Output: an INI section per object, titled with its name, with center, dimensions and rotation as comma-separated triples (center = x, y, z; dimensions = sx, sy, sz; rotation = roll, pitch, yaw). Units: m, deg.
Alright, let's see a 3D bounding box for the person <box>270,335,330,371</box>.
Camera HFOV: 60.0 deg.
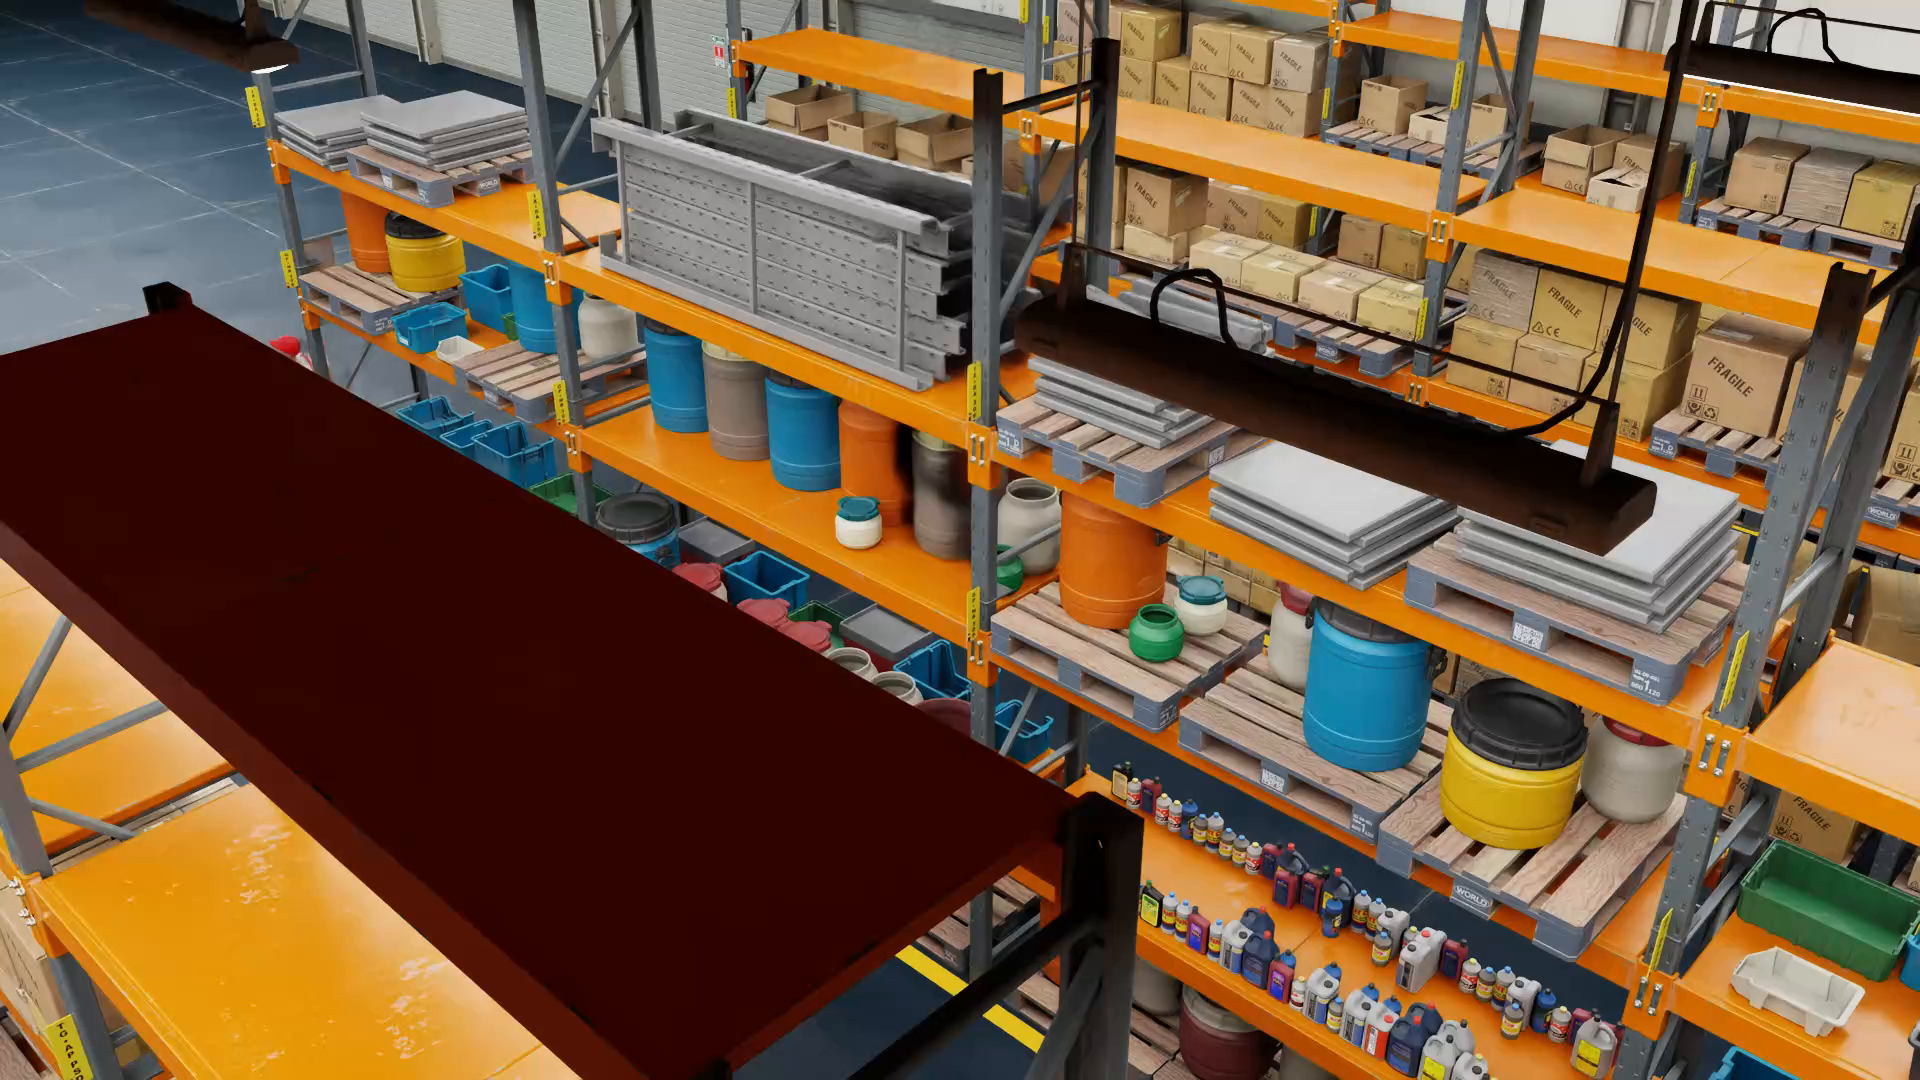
[person]
center = -6.559, -1.240, 16.624
dimensions = 0.706, 1.764, 0.664
rotation = -8, 30, -14
